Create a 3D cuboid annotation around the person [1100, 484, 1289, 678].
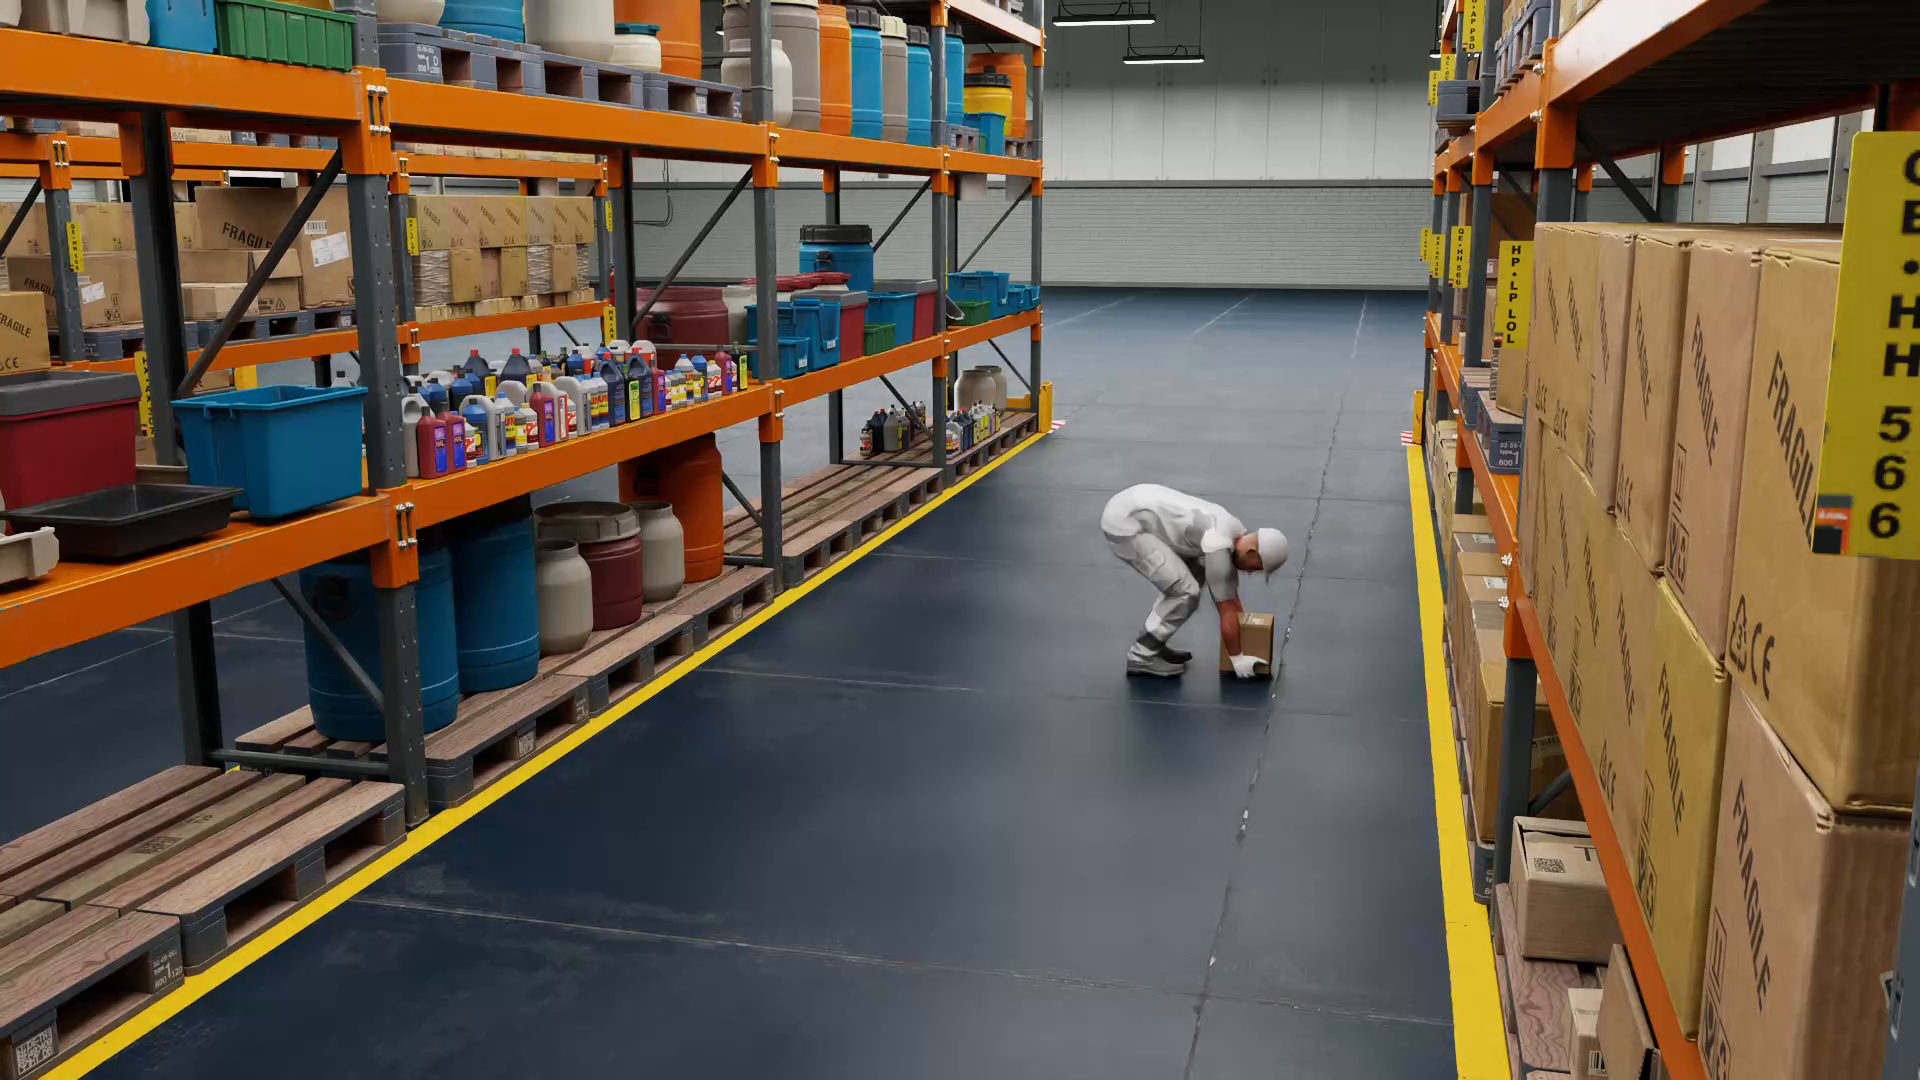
[{"bbox_3d":[1.188,0.201,8.485,0.949,0.956,0.533,2,12,11],"label":"person"}]
